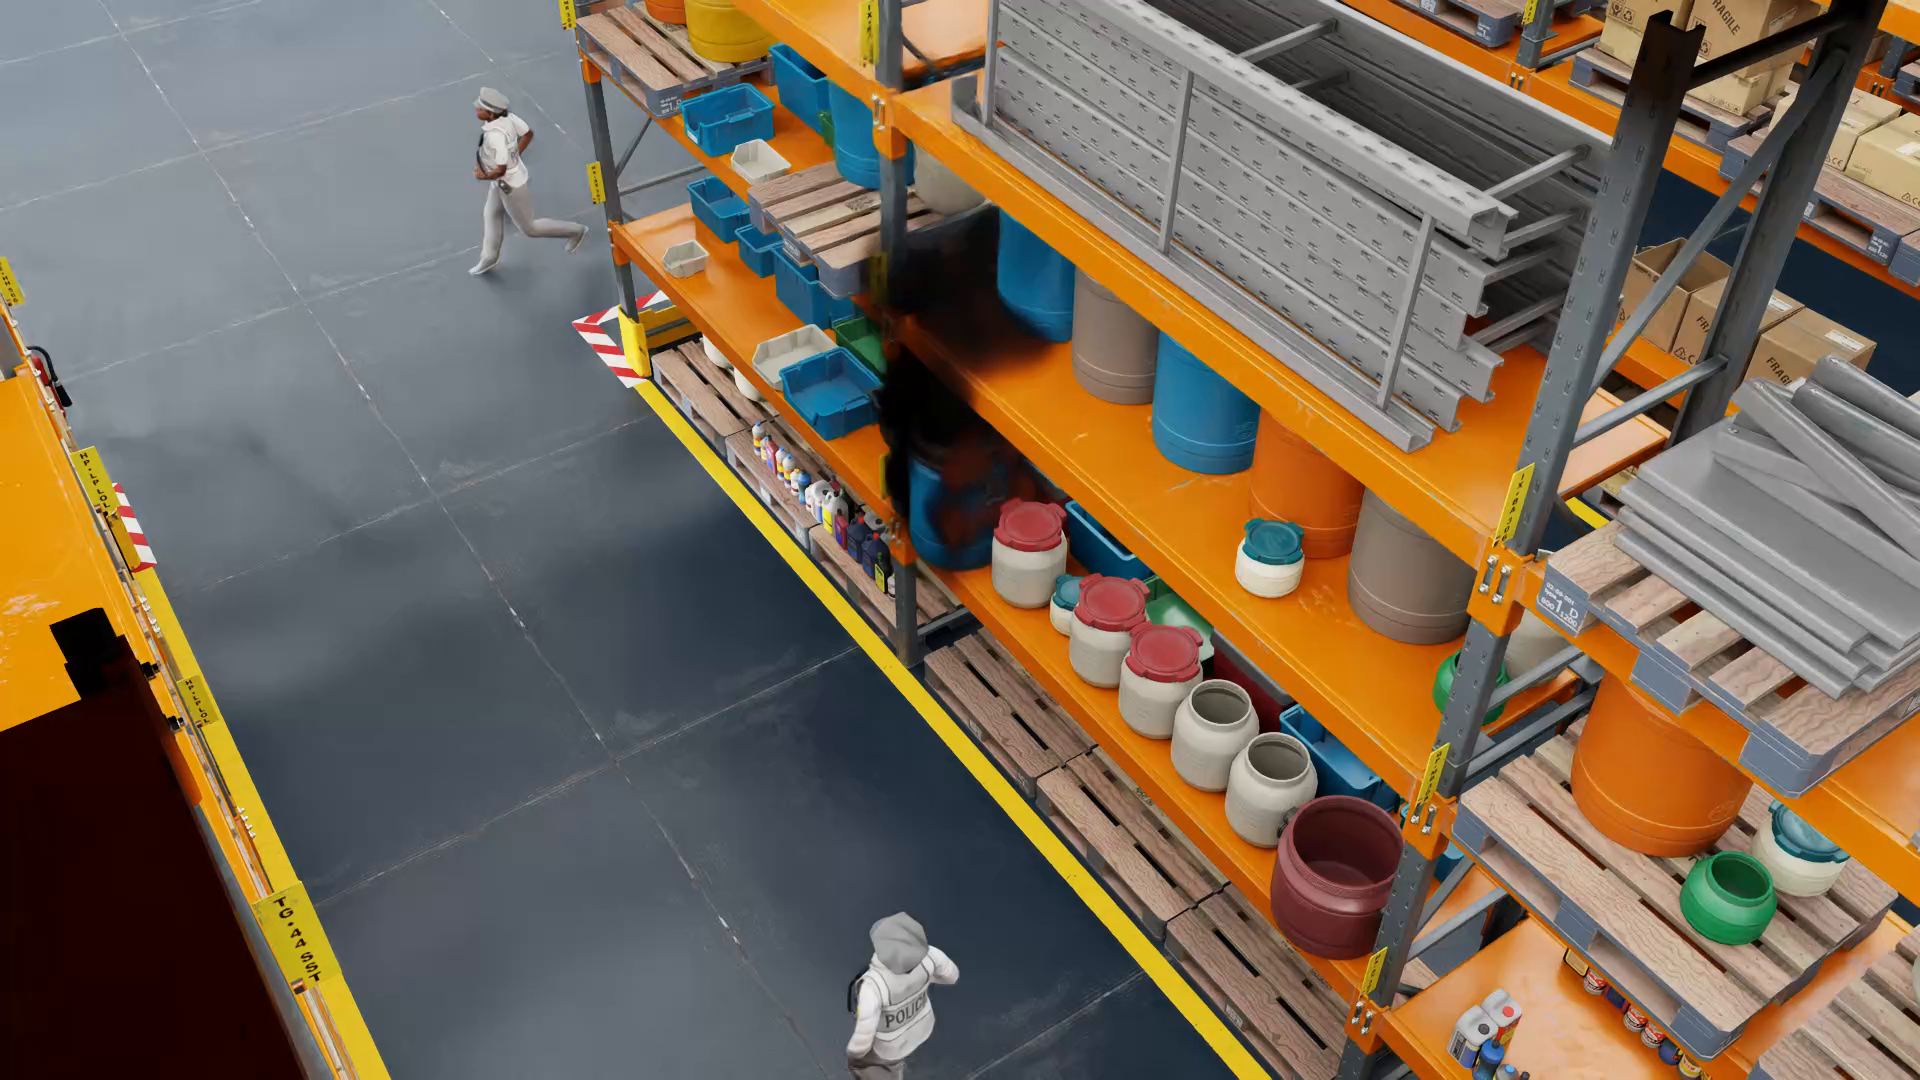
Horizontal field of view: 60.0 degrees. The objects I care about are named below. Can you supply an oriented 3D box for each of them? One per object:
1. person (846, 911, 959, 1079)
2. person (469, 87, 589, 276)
[{"bbox_3d":[-0.301,2.251,7.771,0.663,1.545,0.610,-31,51,-29],"label":"person"},{"bbox_3d":[-3.678,-2.934,13.744,1.070,1.713,0.513,-7,43,-8],"label":"person"}]
